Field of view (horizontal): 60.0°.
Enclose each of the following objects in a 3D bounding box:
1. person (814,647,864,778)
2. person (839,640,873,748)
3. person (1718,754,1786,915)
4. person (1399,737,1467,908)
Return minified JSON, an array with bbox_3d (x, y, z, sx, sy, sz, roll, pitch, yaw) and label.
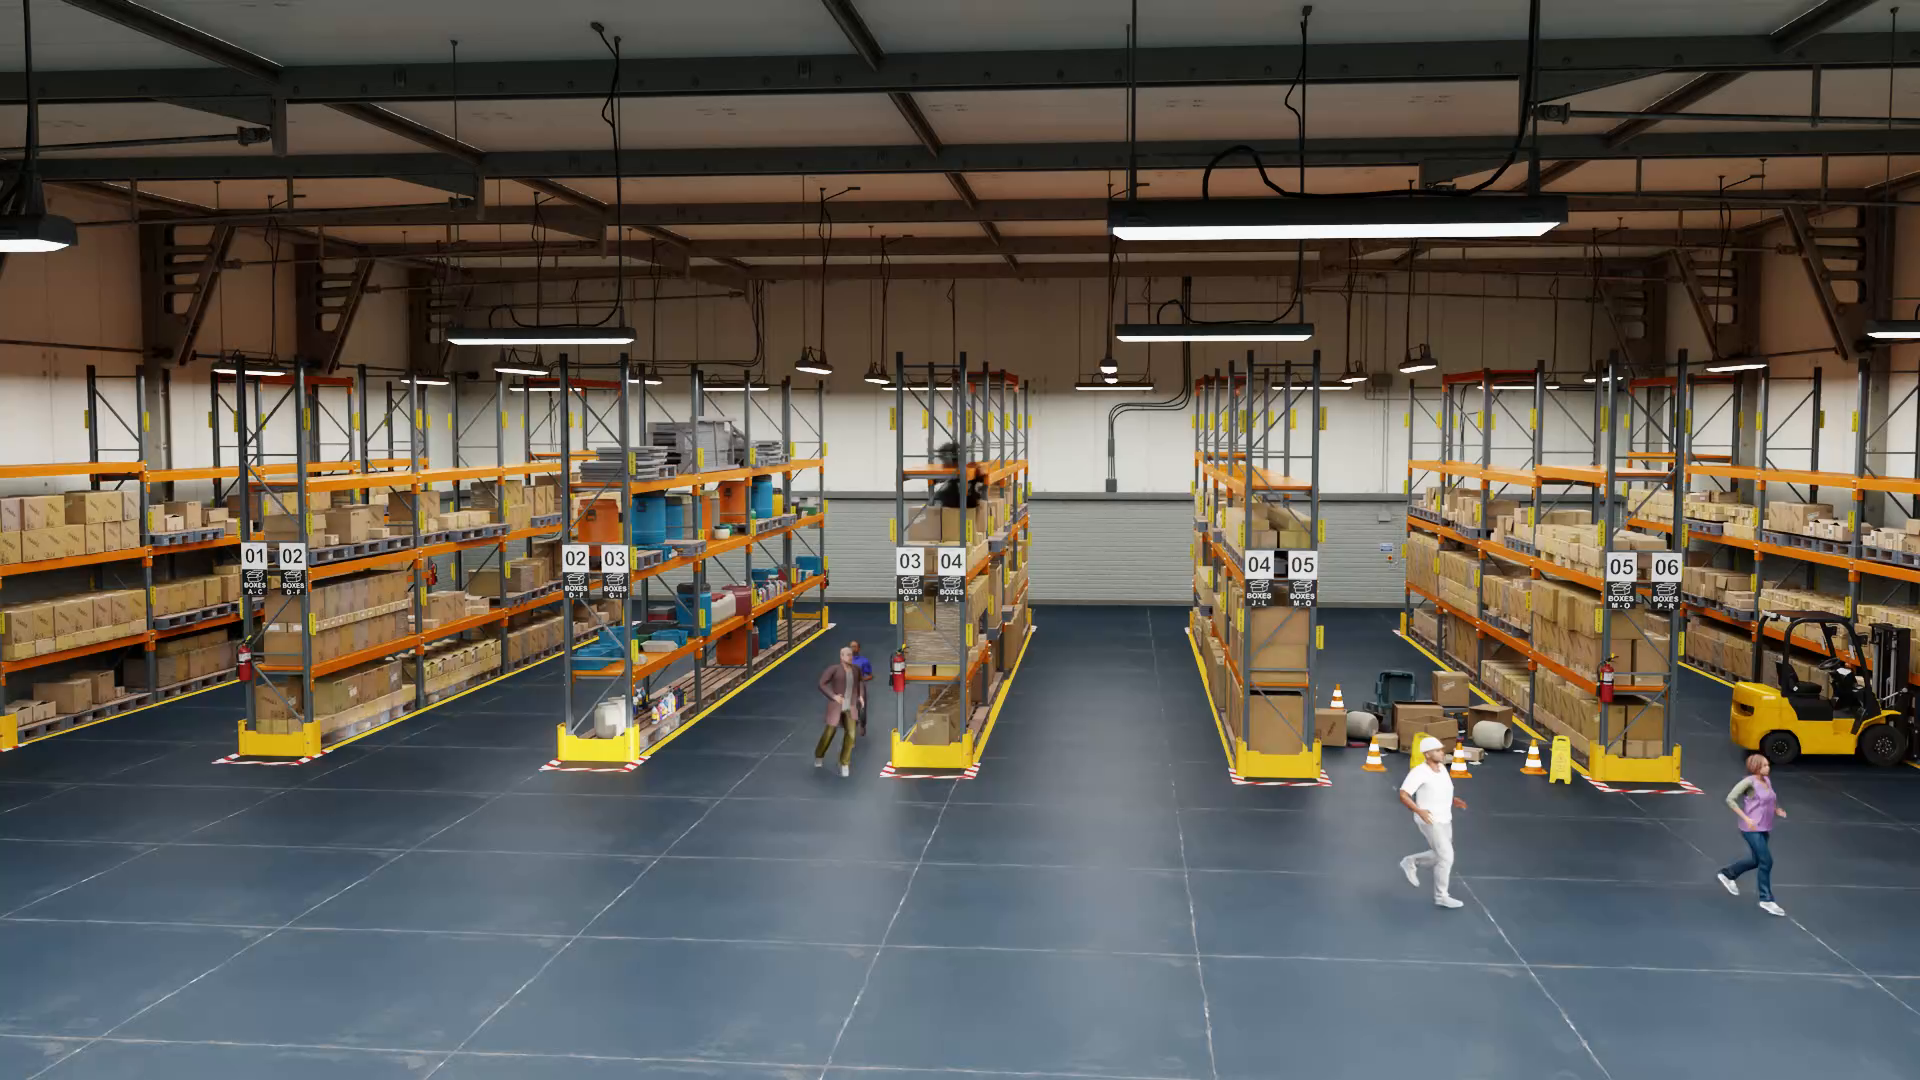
[{"bbox_3d":[-1.673,2.480,23.837,0.764,1.723,0.885,-2,4,-25],"label":"person"},{"bbox_3d":[-1.636,2.358,25.738,0.588,1.623,0.834,0,4,1],"label":"person"},{"bbox_3d":[8.151,2.990,17.121,0.539,1.606,0.752,-3,5,-36],"label":"person"},{"bbox_3d":[4.894,2.910,17.302,0.711,1.732,0.795,-4,6,-43],"label":"person"}]
